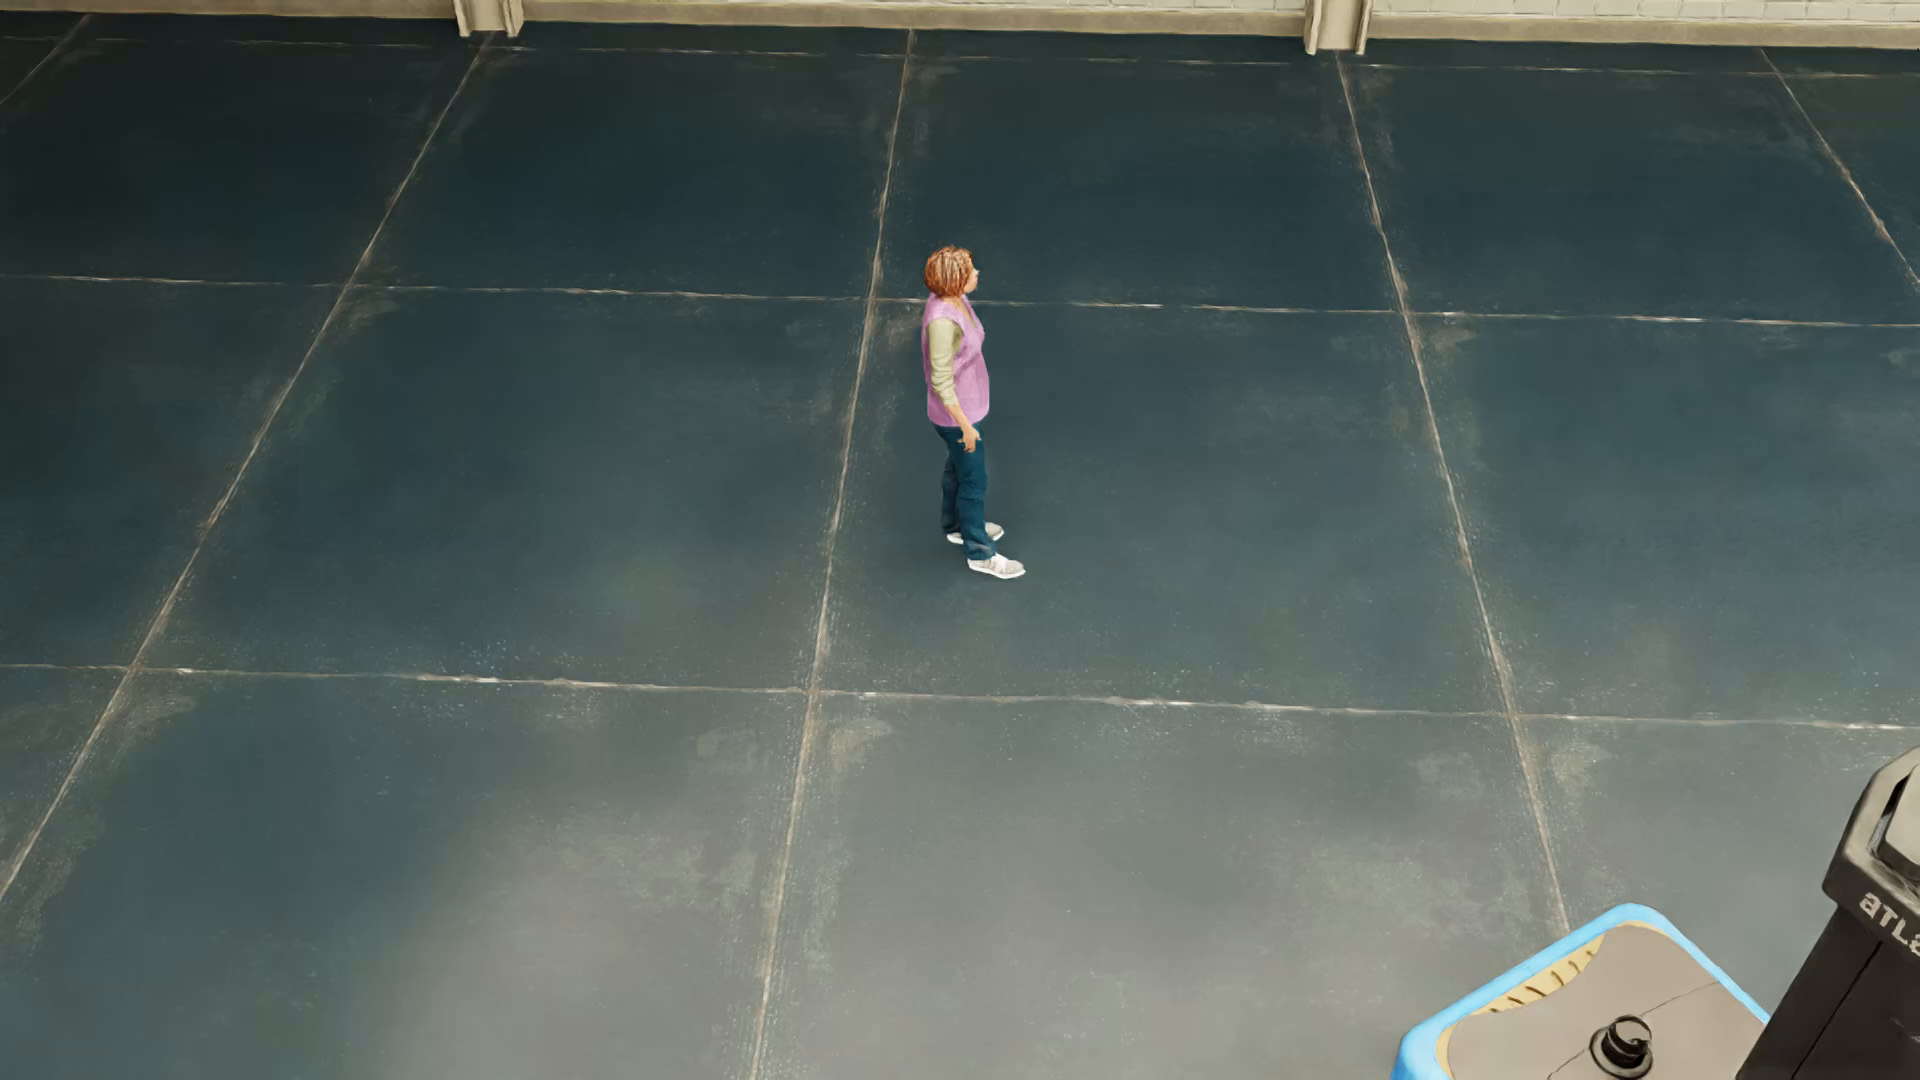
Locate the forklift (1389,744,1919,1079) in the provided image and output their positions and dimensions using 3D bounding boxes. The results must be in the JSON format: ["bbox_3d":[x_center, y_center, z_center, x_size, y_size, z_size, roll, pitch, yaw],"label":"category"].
[{"bbox_3d":[2.434,1.828,3.739,1.130,2.935,3.031,-22,47,-22],"label":"forklift"}]

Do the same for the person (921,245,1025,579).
[{"bbox_3d":[0.073,-0.583,7.360,0.474,1.597,0.520,2,42,2],"label":"person"}]
